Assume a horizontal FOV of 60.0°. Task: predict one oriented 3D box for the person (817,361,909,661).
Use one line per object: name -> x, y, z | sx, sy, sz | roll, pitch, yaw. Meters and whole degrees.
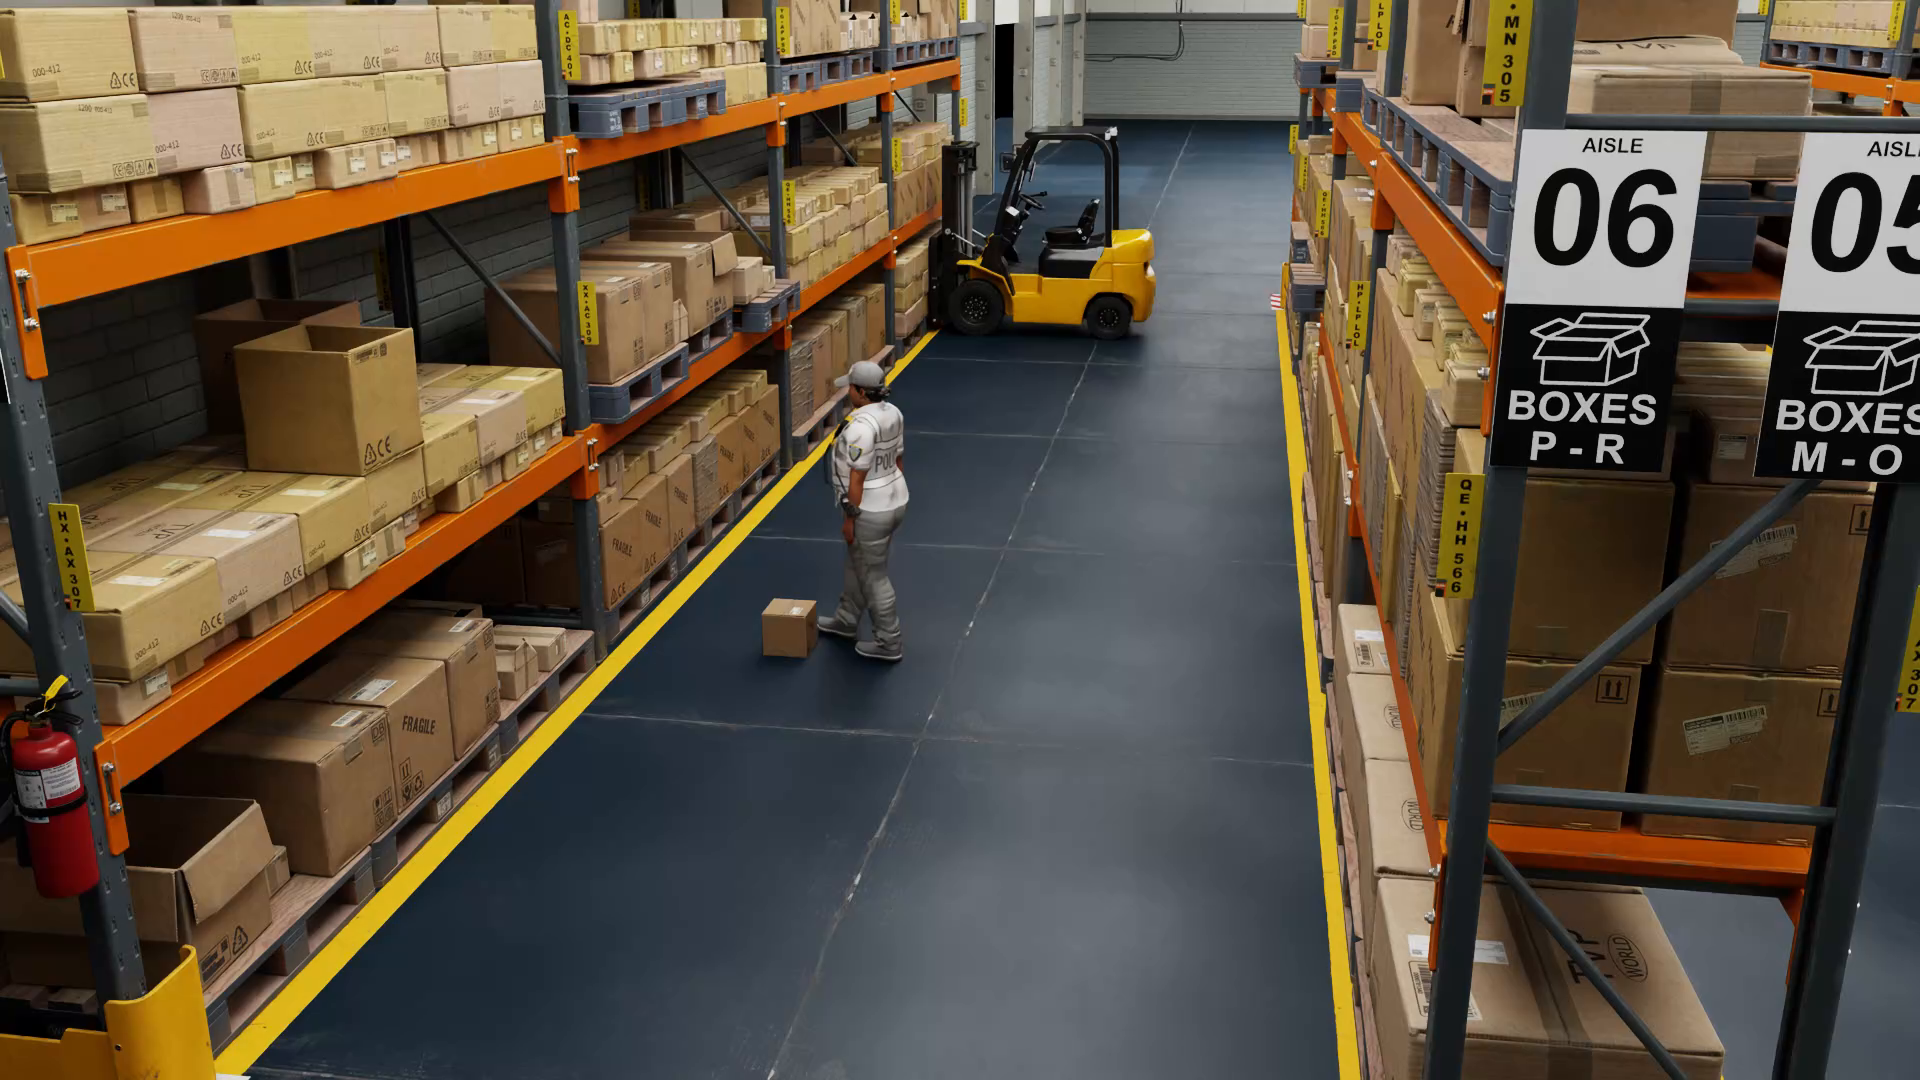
person -> -0.608, -0.175, 9.071 | 0.646, 1.653, 0.481 | 7, 19, 19
